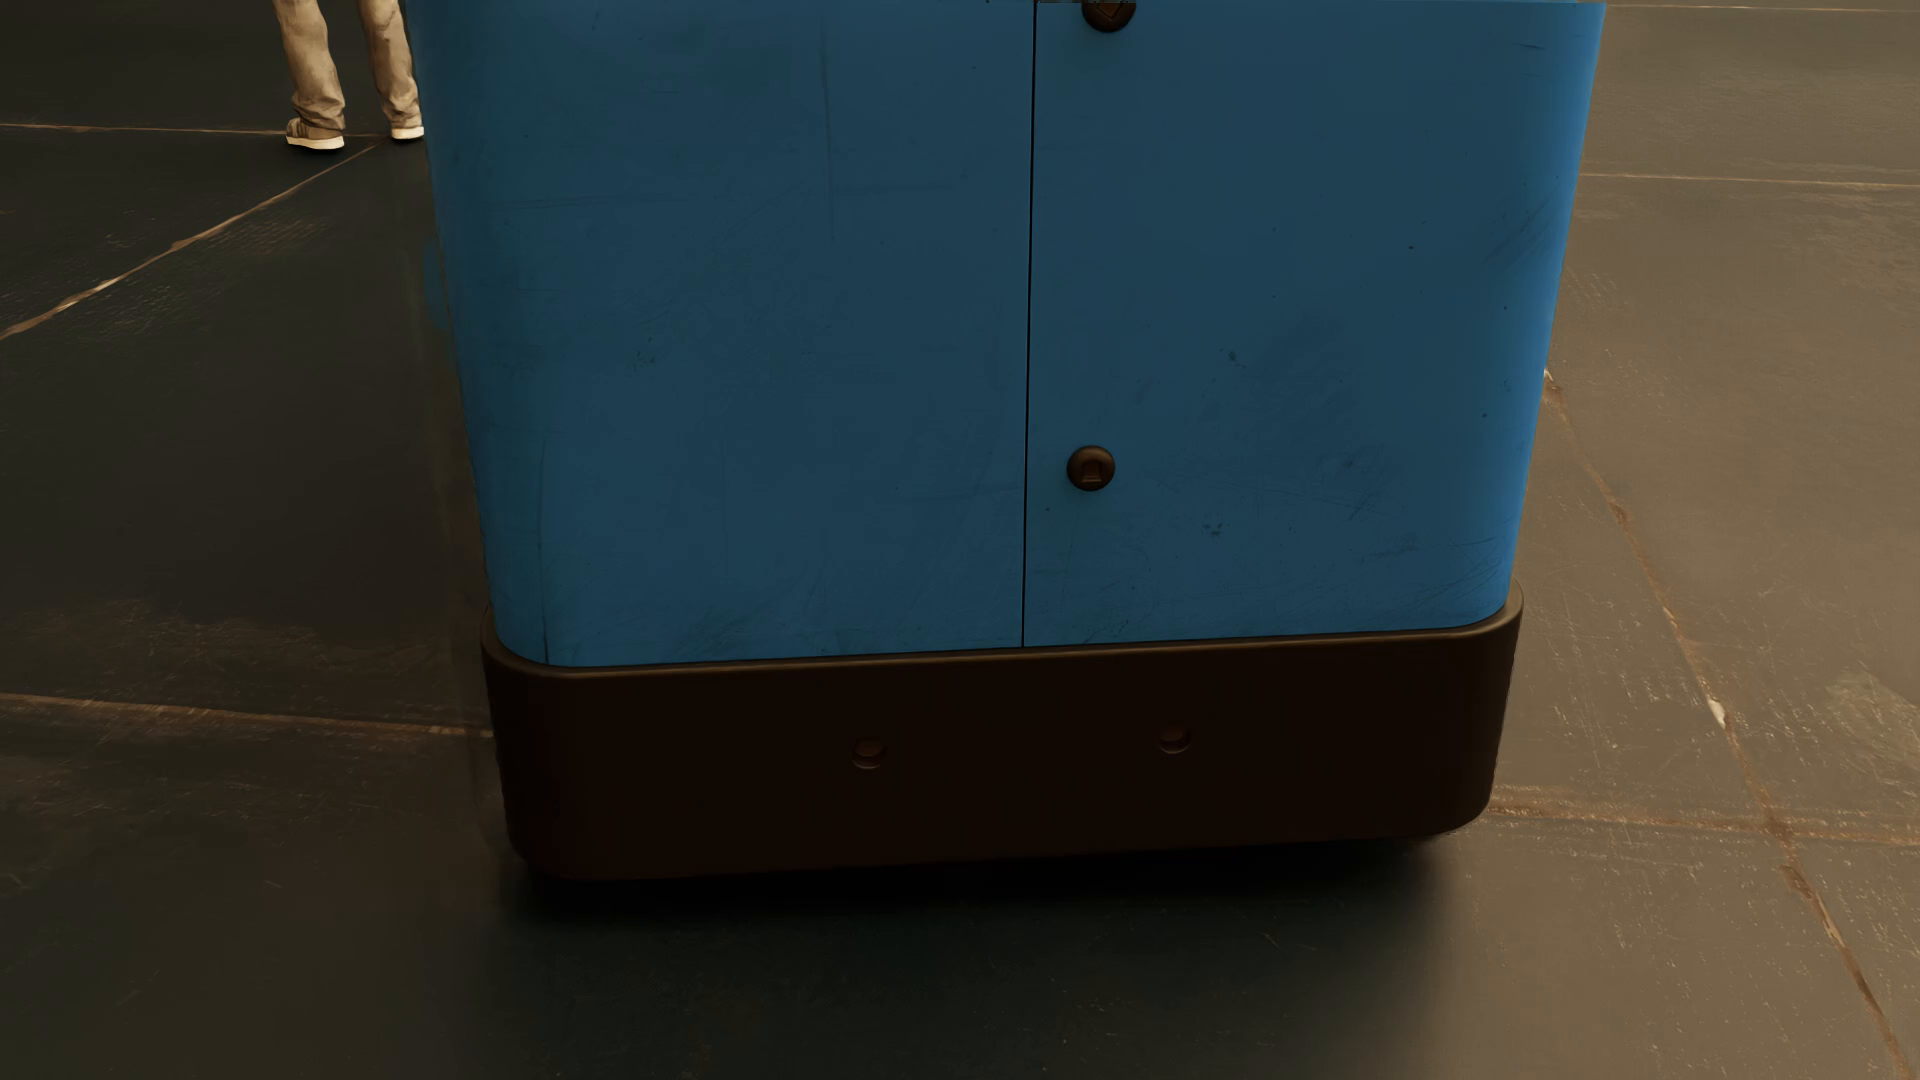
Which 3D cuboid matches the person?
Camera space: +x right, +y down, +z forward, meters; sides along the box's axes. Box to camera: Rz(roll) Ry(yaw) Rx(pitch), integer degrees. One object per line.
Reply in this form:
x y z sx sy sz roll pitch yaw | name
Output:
-1.746 -1.850 4.426 0.483 1.592 0.347 -18 32 -32 | person

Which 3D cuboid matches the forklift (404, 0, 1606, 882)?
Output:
-0.074 -1.596 2.417 1.130 2.935 3.031 -2 27 -5 | forklift
